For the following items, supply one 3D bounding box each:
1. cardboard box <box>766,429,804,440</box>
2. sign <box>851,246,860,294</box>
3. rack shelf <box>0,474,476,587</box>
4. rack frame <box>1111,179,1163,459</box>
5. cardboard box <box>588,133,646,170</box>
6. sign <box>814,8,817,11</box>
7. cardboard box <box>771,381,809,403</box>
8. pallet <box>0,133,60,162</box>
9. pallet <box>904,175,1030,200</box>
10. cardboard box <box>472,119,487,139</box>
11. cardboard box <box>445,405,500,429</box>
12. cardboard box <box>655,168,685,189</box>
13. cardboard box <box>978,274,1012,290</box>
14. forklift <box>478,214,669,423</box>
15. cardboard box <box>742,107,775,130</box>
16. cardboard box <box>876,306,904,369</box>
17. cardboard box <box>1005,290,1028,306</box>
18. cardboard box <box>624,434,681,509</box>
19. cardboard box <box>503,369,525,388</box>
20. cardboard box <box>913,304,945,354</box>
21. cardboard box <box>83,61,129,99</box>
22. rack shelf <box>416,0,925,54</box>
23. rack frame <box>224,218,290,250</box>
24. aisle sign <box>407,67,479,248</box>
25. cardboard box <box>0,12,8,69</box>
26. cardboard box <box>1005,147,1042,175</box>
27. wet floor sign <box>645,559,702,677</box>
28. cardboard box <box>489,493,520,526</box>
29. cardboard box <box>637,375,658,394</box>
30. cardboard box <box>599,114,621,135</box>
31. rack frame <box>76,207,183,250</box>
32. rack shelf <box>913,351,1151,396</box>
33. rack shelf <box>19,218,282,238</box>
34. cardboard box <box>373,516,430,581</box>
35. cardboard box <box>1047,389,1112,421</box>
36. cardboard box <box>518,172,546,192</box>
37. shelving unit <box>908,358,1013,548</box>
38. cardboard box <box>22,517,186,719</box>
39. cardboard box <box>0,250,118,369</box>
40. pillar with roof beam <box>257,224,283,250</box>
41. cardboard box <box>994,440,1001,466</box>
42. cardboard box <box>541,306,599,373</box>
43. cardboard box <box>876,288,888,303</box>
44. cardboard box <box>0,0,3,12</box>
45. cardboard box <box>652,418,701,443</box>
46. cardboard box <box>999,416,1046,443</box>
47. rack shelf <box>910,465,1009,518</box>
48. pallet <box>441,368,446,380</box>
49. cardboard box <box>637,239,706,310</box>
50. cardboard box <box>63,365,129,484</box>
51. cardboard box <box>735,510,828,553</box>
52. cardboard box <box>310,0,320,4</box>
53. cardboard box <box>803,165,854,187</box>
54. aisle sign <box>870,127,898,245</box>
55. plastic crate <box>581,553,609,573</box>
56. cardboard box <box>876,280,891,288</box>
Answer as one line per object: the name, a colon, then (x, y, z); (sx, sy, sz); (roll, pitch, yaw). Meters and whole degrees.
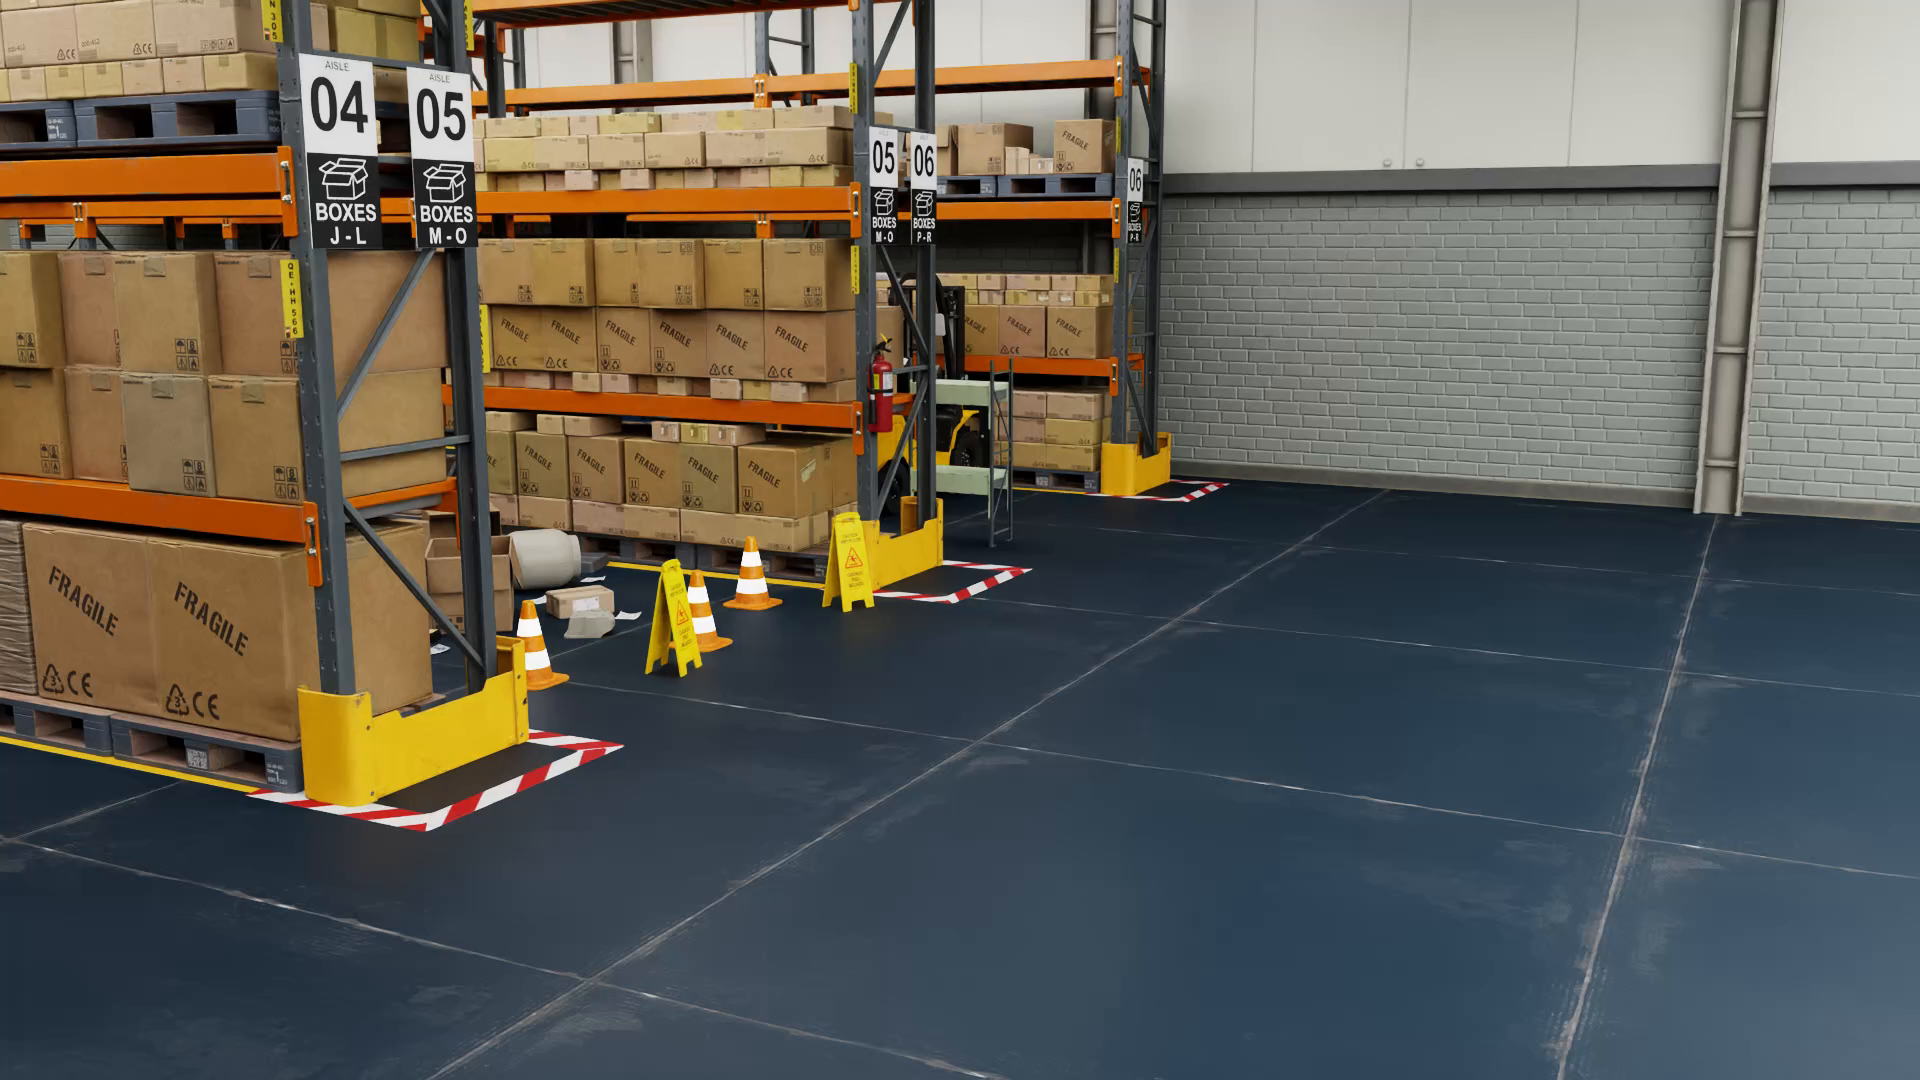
cardboard box: (-1.546, -0.584, 12.968); (0.500, 0.500, 0.500); (5, 11, 24)
sign: (-0.717, -1.849, 11.386); (0.005, 0.325, 0.100); (5, 11, 26)
rack shelf: (-4.346, -0.216, 8.521); (4.000, 0.370, 1.077); (5, 11, 26)
rack frame: (1.740, -2.004, 16.380); (0.127, 3.000, 1.000); (5, 11, 26)
cardboard box: (-2.403, -2.876, 12.363); (0.500, 0.250, 0.500); (5, 11, 26)
sign: (-1.580, -5.896, 17.970); (0.005, 0.325, 0.100); (5, 11, 26)
cardboard box: (-1.159, -1.085, 12.007); (0.250, 0.149, 0.380); (5, 11, 25)
pallet: (-5.411, -2.094, 8.703); (1.213, 0.211, 1.003); (5, 11, 26)
pallet: (0.019, -3.592, 16.982); (1.213, 0.211, 1.003); (5, 11, 26)
cardboard box: (-3.656, -3.178, 12.912); (0.250, 0.149, 0.380); (5, 12, 28)
cardboard box: (-5.909, -1.610, 20.043); (0.500, 0.500, 0.500); (5, 12, 27)
cardboard box: (-2.033, -2.652, 12.245); (0.250, 0.149, 0.380); (5, 11, 24)
cardboard box: (0.371, -2.578, 16.617); (0.250, 0.149, 0.380); (5, 12, 27)
forklift: (-3.823, -1.747, 15.154); (3.031, 2.935, 1.130); (2, 10, 12)
cardboard box: (-1.338, -2.979, 11.811); (0.250, 0.149, 0.380); (5, 11, 25)
cardboard box: (-0.755, -1.488, 12.414); (0.500, 0.500, 0.500); (5, 11, 25)
cardboard box: (0.640, -2.422, 16.587); (0.250, 0.149, 0.380); (5, 11, 25)
cardboard box: (-2.206, -0.537, 12.708); (0.500, 0.500, 0.500); (5, 11, 24)
cardboard box: (-3.398, -1.299, 13.189); (0.250, 0.149, 0.380); (5, 11, 26)
cardboard box: (-0.194, -2.171, 17.020); (0.500, 0.500, 0.500); (5, 11, 26)
cardboard box: (-3.683, -2.053, 7.473); (0.250, 0.149, 0.380); (5, 11, 26)
rack shelf: (-2.247, -3.965, 12.399); (4.000, 0.370, 1.077); (5, 11, 26)
rack frame: (-9.021, -2.950, 21.605); (0.127, 3.000, 1.000); (5, 11, 26)
aisle sign: (-2.356, -1.734, 7.589); (0.004, 0.787, 0.394); (5, 11, 26)
cardboard box: (-4.465, -2.330, 7.884); (0.500, 0.250, 0.500); (5, 11, 26)
cardboard box: (0.635, -3.707, 16.282); (0.258, 0.266, 0.396); (5, 11, 26)
wet floor sign: (-1.651, 0.432, 9.531); (0.232, 0.644, 0.267); (3, 11, 16)
cardboard box: (-3.630, -0.290, 13.453); (0.500, 0.250, 0.500); (4, 11, 23)
cardboard box: (-2.245, -1.206, 12.678); (0.250, 0.149, 0.380); (5, 11, 26)
cardboard box: (-2.471, -3.085, 12.395); (0.250, 0.149, 0.380); (5, 12, 27)
rack frame: (-7.627, -1.841, 15.482); (0.127, 3.000, 1.000); (5, 11, 26)
rack shelf: (-0.054, -1.808, 17.315); (4.000, 0.370, 1.077); (5, 11, 26)
rack shelf: (-10.815, -4.229, 22.273); (4.000, 0.370, 1.077); (5, 11, 26)
cardboard box: (-3.991, 0.144, 11.139); (0.503, 0.637, 0.797); (5, 11, 26)
cardboard box: (1.189, -1.336, 16.424); (0.500, 0.250, 0.500); (5, 12, 28)
cardboard box: (-3.181, -2.757, 12.825); (0.250, 0.149, 0.380); (5, 12, 28)
shelving unit: (0.006, -0.737, 13.594); (0.755, 1.500, 0.431); (5, 11, 26)
cardboard box: (-3.980, 0.315, 8.357); (0.875, 0.875, 0.875); (5, 11, 25)
cardboard box: (-4.377, -1.168, 8.310); (0.500, 0.550, 0.875); (5, 11, 26)
pillar with roof beam: (-11.152, -5.413, 18.371); (0.400, 9.000, 9.100); (5, 11, 26)
cardboard box: (0.292, -0.926, 16.964); (0.500, 0.250, 0.500); (5, 11, 26)
cardboard box: (-2.864, -1.565, 12.839); (0.500, 0.500, 0.500); (5, 11, 25)
cardboard box: (-0.776, -2.532, 17.196); (0.250, 0.149, 0.380); (5, 11, 25)
cardboard box: (-4.373, -2.506, 7.736); (0.250, 0.149, 0.380); (5, 11, 26)
cardboard box: (-2.105, -0.834, 12.529); (0.250, 0.149, 0.380); (6, 12, 28)
cardboard box: (0.720, -1.133, 16.707); (0.500, 0.250, 0.500); (5, 11, 25)
rack shelf: (0.006, -0.417, 13.652); (0.720, 0.370, 0.431); (5, 11, 26)
pallet: (-4.661, -1.515, 14.218); (1.213, 0.211, 1.003); (5, 11, 26)
cardboard box: (-1.961, -1.969, 12.262); (0.500, 0.500, 0.700); (5, 11, 25)
cardboard box: (-3.855, -0.612, 8.270); (0.550, 0.550, 0.875); (5, 11, 26)
cardboard box: (-1.318, -0.087, 12.331); (0.500, 0.250, 0.500); (5, 11, 26)
cardboard box: (-2.935, -2.510, 7.761); (0.250, 0.149, 0.380); (5, 11, 26)
cardboard box: (-0.897, -2.547, 11.662); (0.250, 0.149, 0.380); (5, 11, 26)
aisle sign: (-0.526, -2.439, 11.484); (0.004, 0.787, 0.394); (5, 11, 26)
plastic crate: (-2.995, 0.165, 12.593); (0.583, 0.080, 0.402); (1, 10, 6)
cardboard box: (-0.755, -2.684, 17.199); (0.250, 0.149, 0.380); (5, 11, 25)
